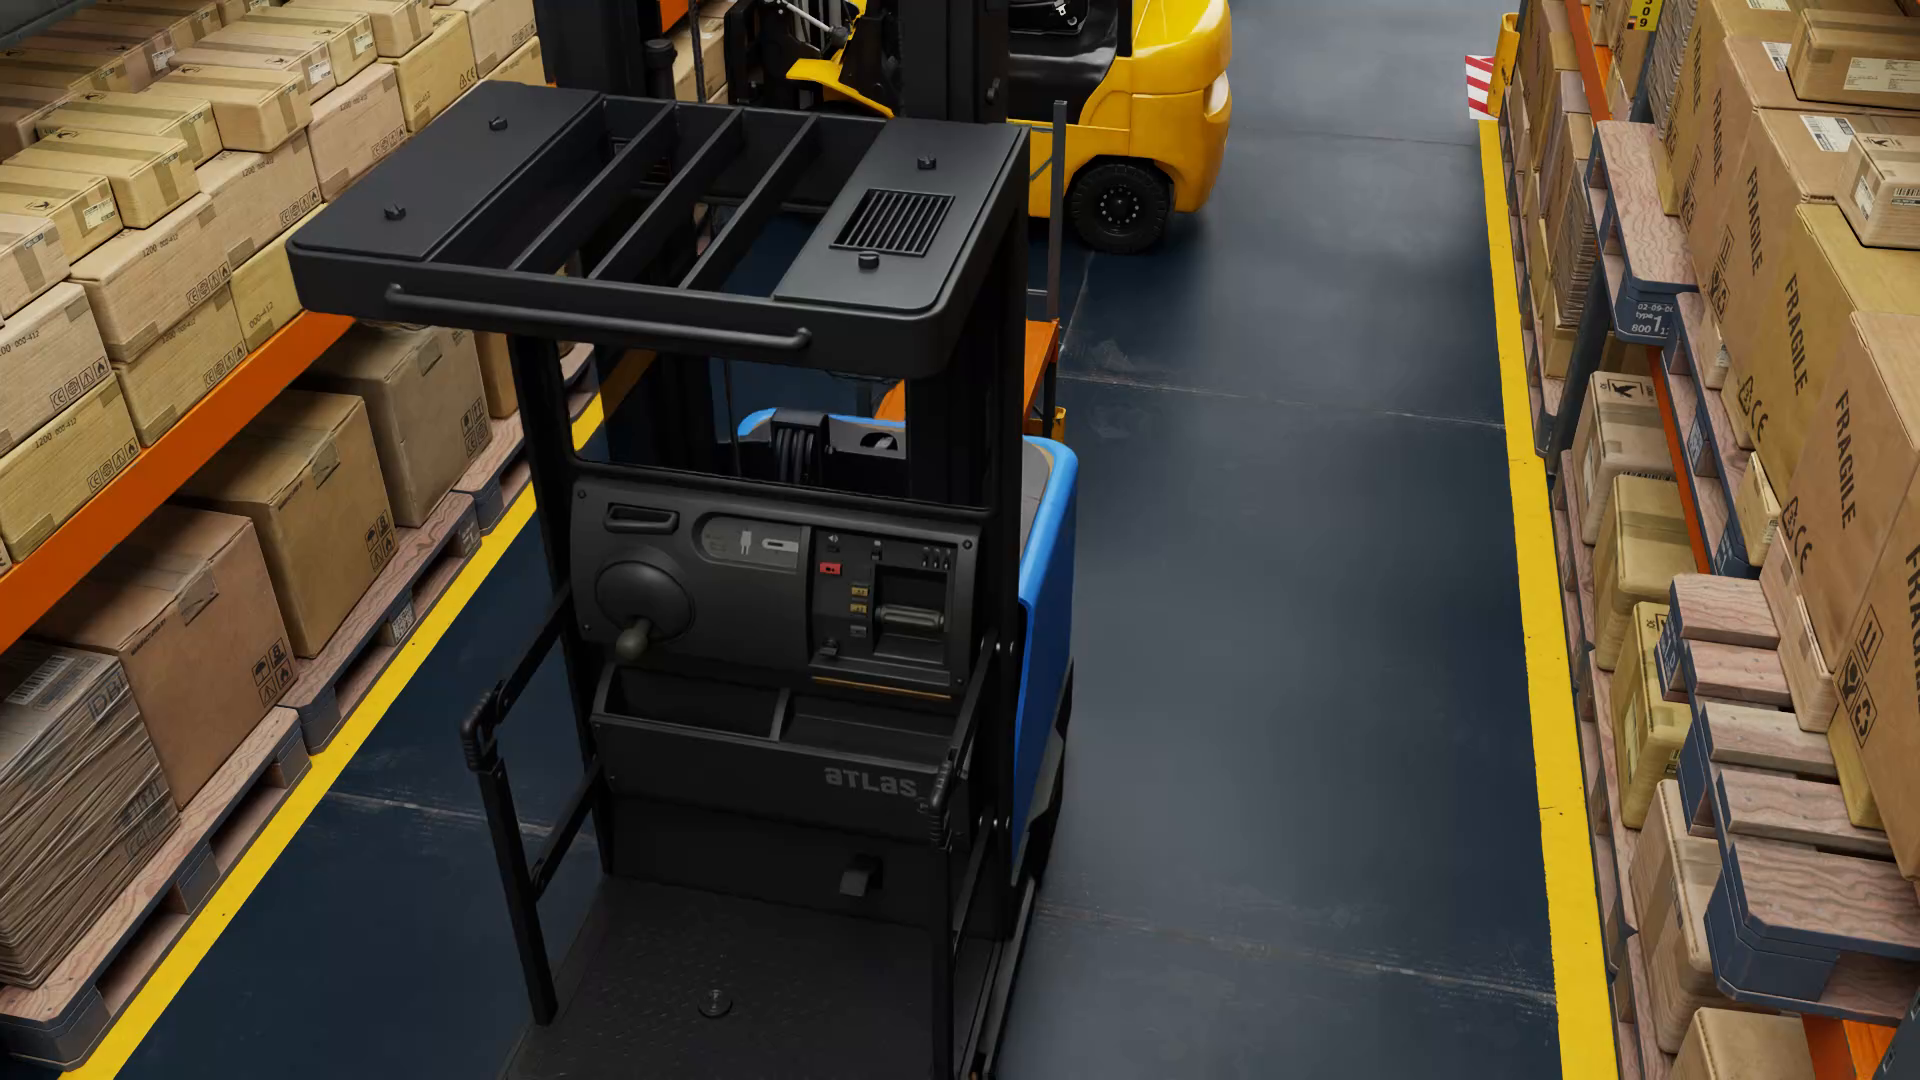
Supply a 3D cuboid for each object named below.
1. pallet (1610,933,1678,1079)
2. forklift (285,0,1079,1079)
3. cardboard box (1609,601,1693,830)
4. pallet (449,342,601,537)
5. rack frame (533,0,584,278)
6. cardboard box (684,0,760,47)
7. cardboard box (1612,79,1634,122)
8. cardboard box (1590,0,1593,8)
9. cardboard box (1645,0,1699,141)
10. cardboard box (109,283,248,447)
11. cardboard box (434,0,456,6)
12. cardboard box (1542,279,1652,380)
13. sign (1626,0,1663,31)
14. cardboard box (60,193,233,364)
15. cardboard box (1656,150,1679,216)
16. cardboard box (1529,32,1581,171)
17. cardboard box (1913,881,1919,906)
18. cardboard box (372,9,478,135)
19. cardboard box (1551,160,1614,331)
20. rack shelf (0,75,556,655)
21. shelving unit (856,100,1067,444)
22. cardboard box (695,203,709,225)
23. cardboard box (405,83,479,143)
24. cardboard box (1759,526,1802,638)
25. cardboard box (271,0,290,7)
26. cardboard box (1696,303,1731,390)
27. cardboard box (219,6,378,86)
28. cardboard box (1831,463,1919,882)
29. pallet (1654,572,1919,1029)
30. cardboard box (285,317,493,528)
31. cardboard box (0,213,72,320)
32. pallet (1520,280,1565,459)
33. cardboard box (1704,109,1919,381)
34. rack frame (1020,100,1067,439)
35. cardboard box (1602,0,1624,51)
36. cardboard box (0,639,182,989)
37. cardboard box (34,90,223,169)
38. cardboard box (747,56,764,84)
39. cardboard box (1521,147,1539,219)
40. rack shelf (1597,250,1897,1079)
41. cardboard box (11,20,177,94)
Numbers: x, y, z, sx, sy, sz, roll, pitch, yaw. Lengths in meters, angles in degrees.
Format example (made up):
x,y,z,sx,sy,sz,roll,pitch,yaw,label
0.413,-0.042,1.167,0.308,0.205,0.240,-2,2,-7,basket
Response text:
x,y,z,sx,sy,sz,roll,pitch,yaw,label
2.144,1.537,3.949,1.003,0.211,1.213,7,37,10,pallet
-0.464,0.174,3.512,1.130,2.935,3.031,7,37,10,forklift
2.423,0.569,4.790,0.950,0.372,0.625,8,37,12,cardboard box
-2.139,-0.501,6.761,1.003,0.211,1.213,7,37,10,pallet
-2.020,-2.057,6.532,1.000,3.000,0.127,7,37,10,rack frame
-1.276,-2.635,8.463,0.500,0.250,0.500,7,36,9,cardboard box
2.601,-1.558,6.058,0.380,0.149,0.250,7,37,9,cardboard box
2.899,-2.284,7.059,0.380,0.149,0.250,7,36,9,cardboard box
2.450,-1.535,5.116,0.500,0.500,0.500,8,37,11,cardboard box
-2.325,-0.511,4.527,0.500,0.250,0.500,6,36,8,cardboard box
-1.913,-1.986,5.797,0.380,0.149,0.250,7,36,9,cardboard box
2.694,-0.866,6.875,0.500,0.250,0.500,9,37,12,cardboard box
2.298,-1.851,5.511,0.100,0.325,0.005,7,37,10,sign
-2.303,-0.714,4.381,0.500,0.250,0.500,6,36,9,cardboard box
2.341,-1.086,5.049,0.380,0.149,0.250,8,37,11,cardboard box
3.015,-2.062,7.886,0.500,0.500,0.500,8,37,11,cardboard box
1.816,0.570,2.763,0.380,0.149,0.250,9,37,12,cardboard box
-1.978,-1.590,5.589,0.500,0.250,0.500,6,36,9,cardboard box
2.694,-1.170,6.655,0.500,0.500,0.500,7,36,9,cardboard box
-2.447,-0.619,5.161,1.077,0.370,4.000,7,37,10,rack shelf
0.016,-0.651,5.870,0.587,1.500,1.083,7,37,10,shelving unit
-1.500,-1.643,7.946,0.500,0.250,0.500,7,36,9,cardboard box
-1.974,-1.386,5.734,0.500,0.250,0.500,7,37,10,cardboard box
1.874,0.114,3.393,0.380,0.149,0.250,6,36,8,cardboard box
-2.467,-1.895,5.671,0.380,0.149,0.250,7,37,10,cardboard box
2.098,-0.484,4.219,0.380,0.149,0.250,9,37,12,cardboard box
-2.061,-1.543,5.185,0.380,0.149,0.250,6,36,9,cardboard box
1.801,0.230,2.681,0.500,0.500,0.500,6,36,9,cardboard box
2.024,0.512,3.151,1.213,0.211,1.003,7,37,10,pallet
-2.294,-0.521,6.079,0.875,0.625,0.625,7,37,9,cardboard box
-2.389,-0.668,3.978,0.380,0.149,0.250,8,37,10,cardboard box
2.939,-0.698,7.033,1.003,0.211,1.213,7,37,10,pallet
2.125,-0.670,3.923,0.500,0.500,0.500,6,36,8,cardboard box
0.127,-0.948,6.279,0.500,1.500,0.032,7,37,10,rack frame
2.785,-2.180,6.363,0.500,0.500,0.500,9,37,12,cardboard box
-2.728,0.672,4.433,0.875,0.625,0.625,8,37,11,cardboard box
-2.292,-1.115,4.595,0.380,0.149,0.250,7,37,10,cardboard box
-1.282,-2.420,8.592,0.500,0.250,0.500,7,37,10,cardboard box
3.021,-1.753,8.098,0.500,0.250,0.500,10,37,13,cardboard box
2.403,0.001,4.306,1.077,0.370,4.000,7,37,10,rack shelf
-2.628,-1.461,5.072,0.380,0.149,0.250,7,37,10,cardboard box
